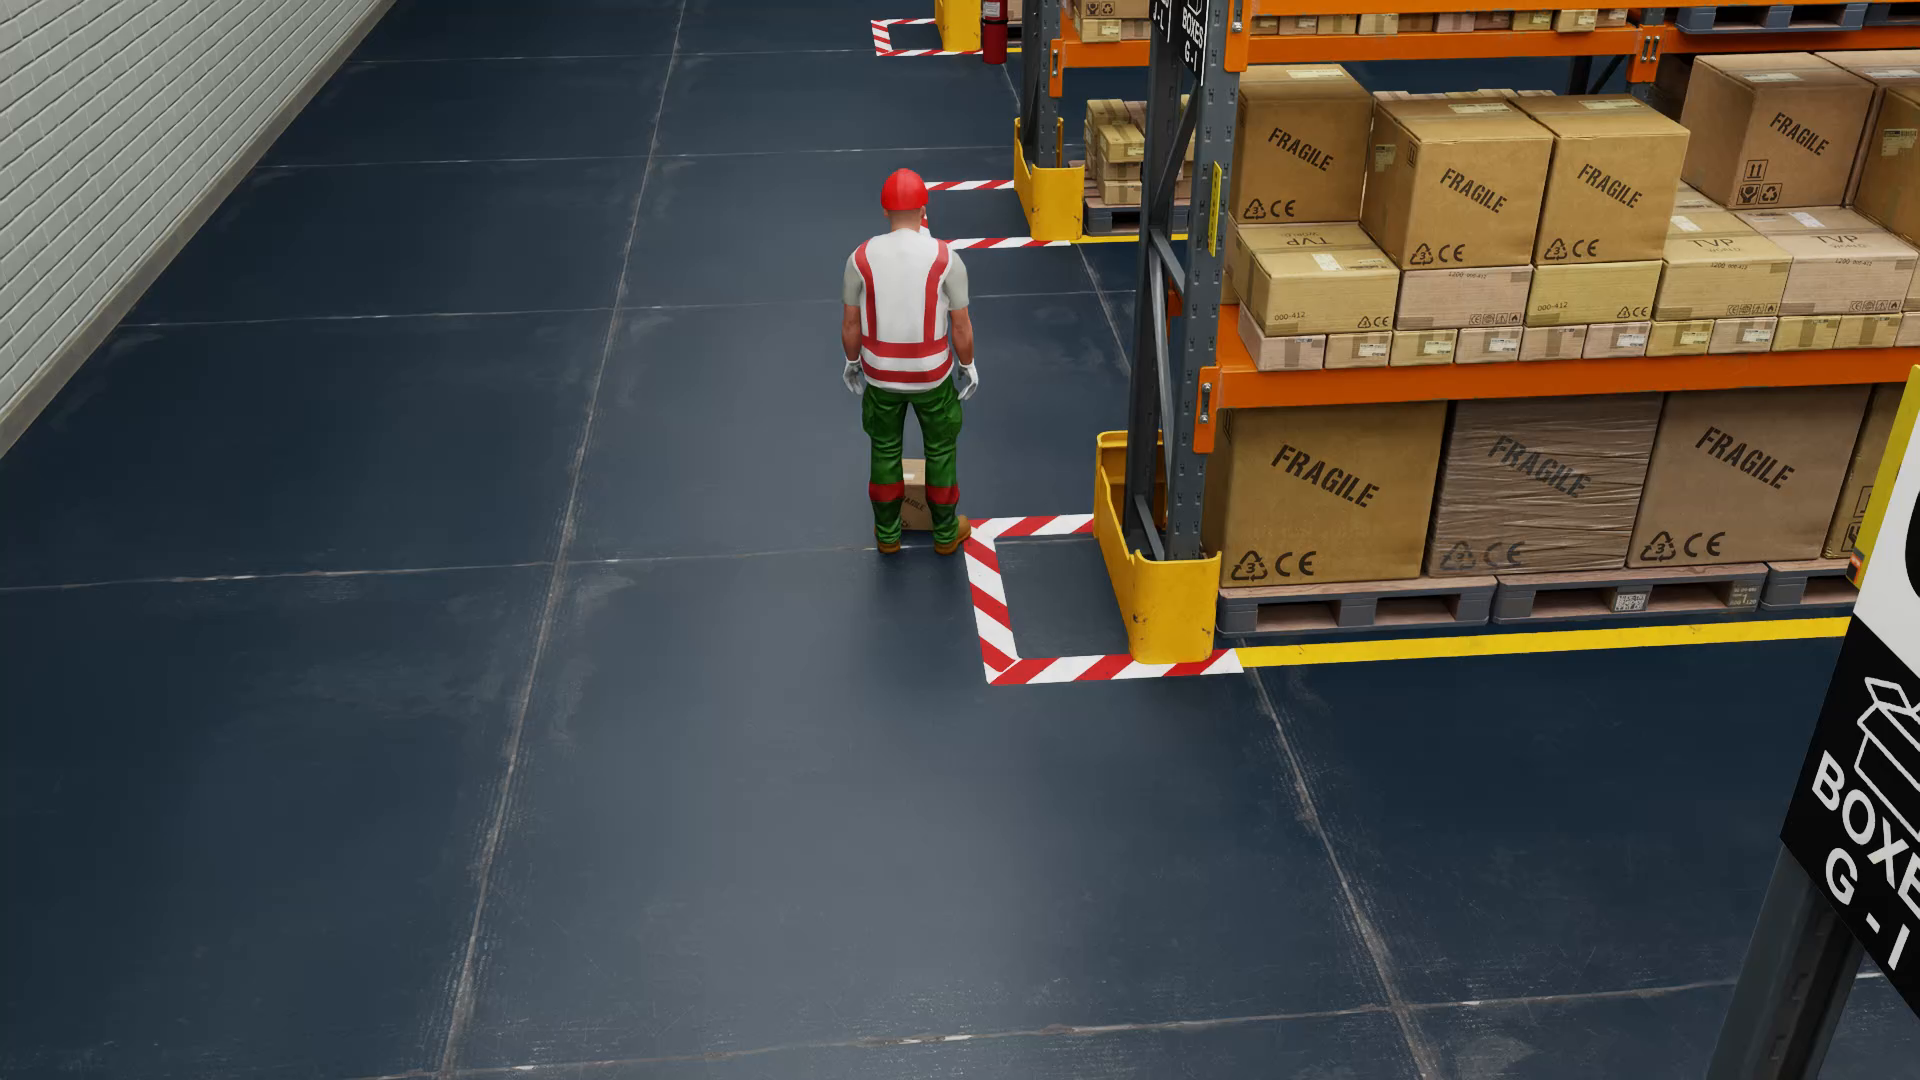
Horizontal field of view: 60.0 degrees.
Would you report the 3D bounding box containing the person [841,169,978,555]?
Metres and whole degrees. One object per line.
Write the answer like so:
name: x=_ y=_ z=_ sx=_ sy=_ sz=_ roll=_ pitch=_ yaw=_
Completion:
person: x=-0.222 y=-0.757 z=7.386 sx=0.609 sy=1.780 sz=0.448 roll=3 pitch=31 yaw=6
